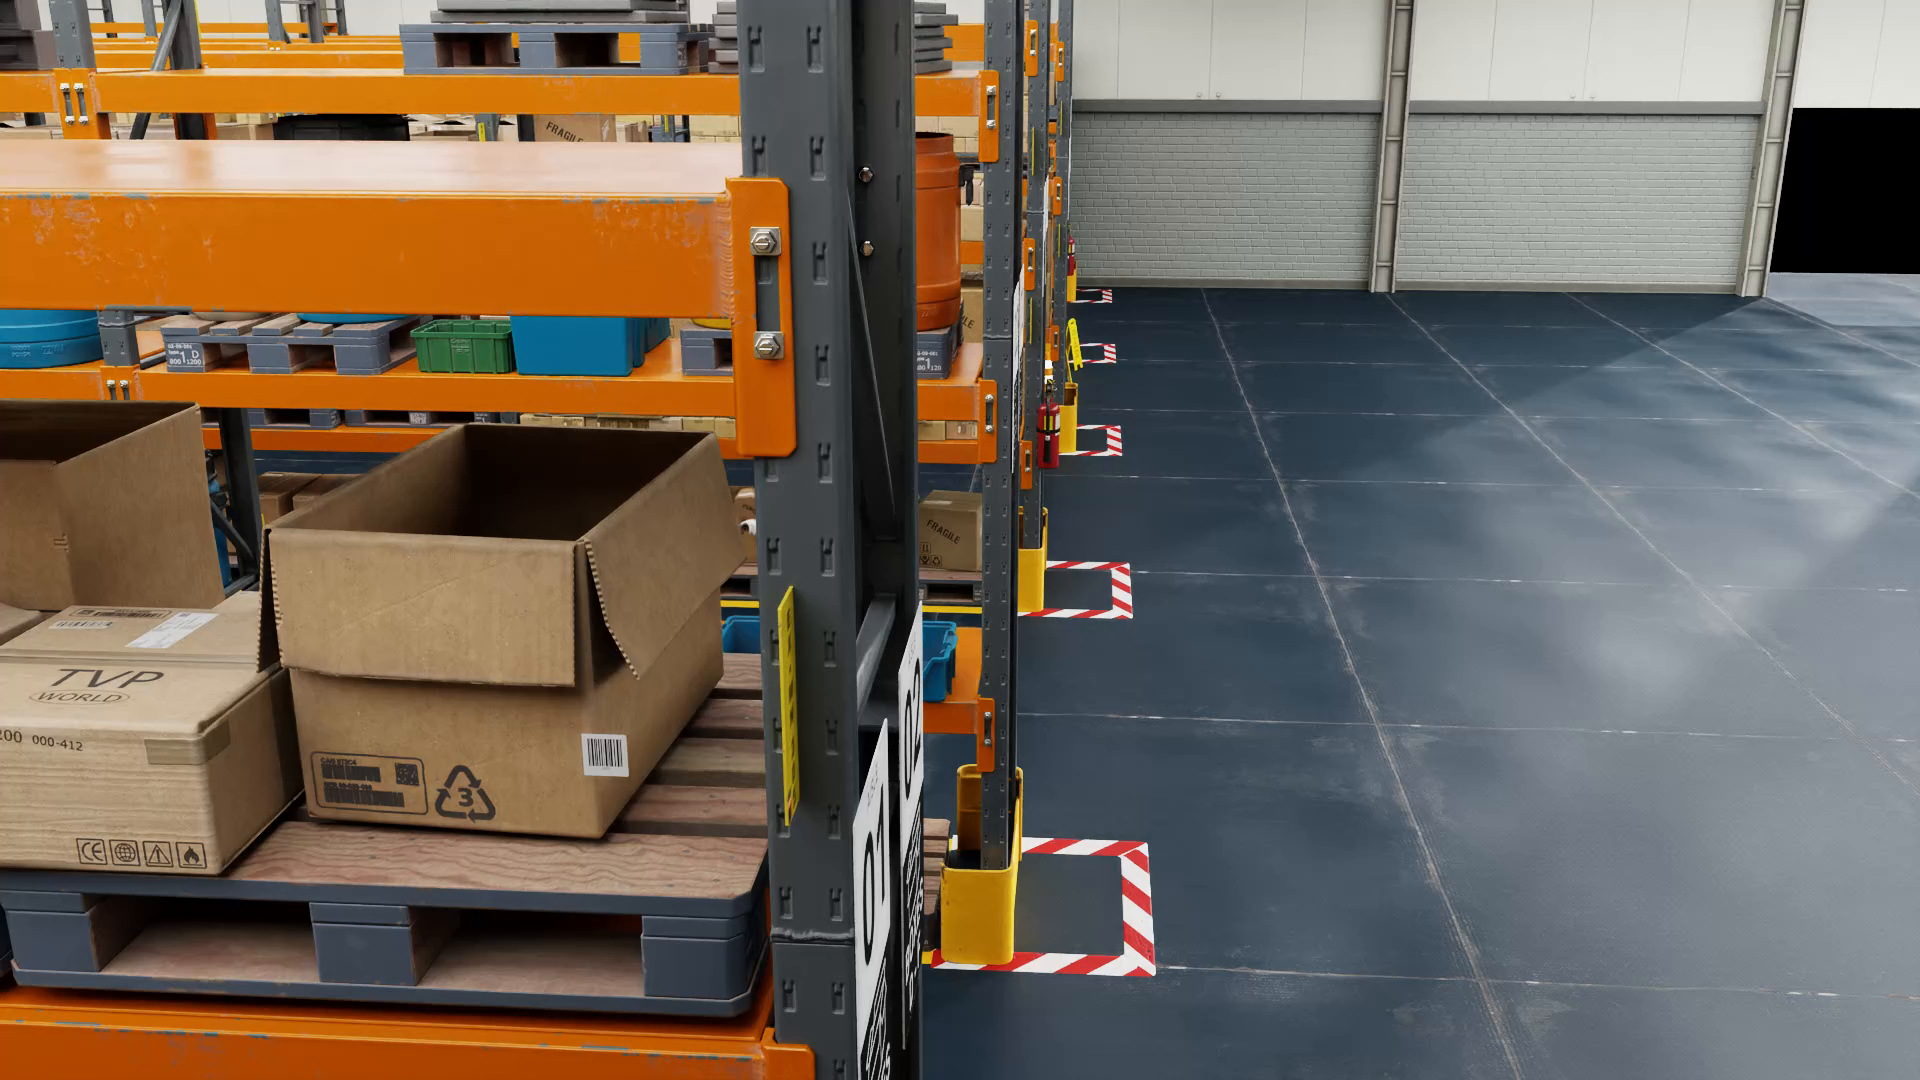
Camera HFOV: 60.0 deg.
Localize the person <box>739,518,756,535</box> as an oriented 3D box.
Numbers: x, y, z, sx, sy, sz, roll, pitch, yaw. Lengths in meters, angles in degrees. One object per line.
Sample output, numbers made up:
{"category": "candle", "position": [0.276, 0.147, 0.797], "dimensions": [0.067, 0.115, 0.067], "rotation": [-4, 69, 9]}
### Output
{"category": "person", "position": [-1.253, -0.065, 11.719], "dimensions": [0.558, 1.786, 0.495], "rotation": [1, 17, 4]}
